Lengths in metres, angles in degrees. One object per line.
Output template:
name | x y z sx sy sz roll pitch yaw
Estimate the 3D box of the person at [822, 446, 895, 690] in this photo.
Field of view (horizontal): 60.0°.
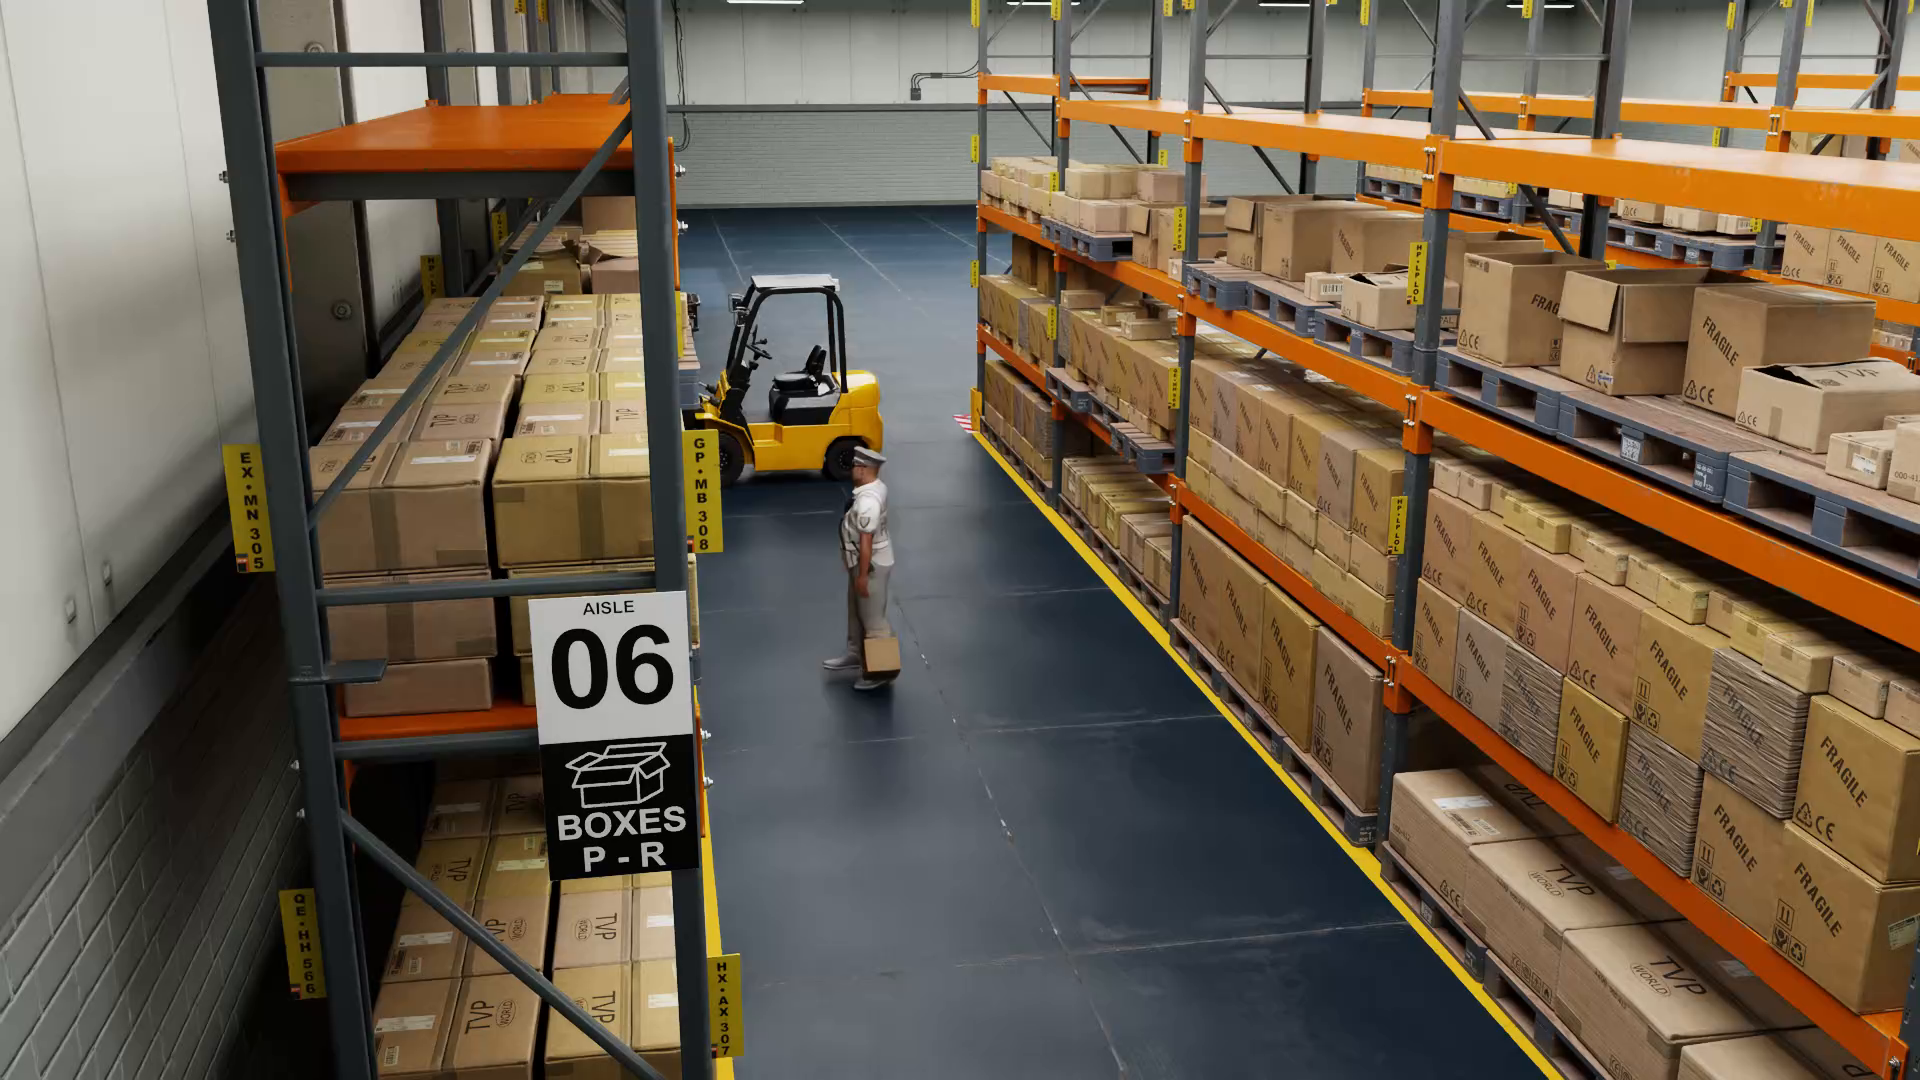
person | -0.761 0.186 12.286 0.559 1.769 0.580 -1 16 -2
